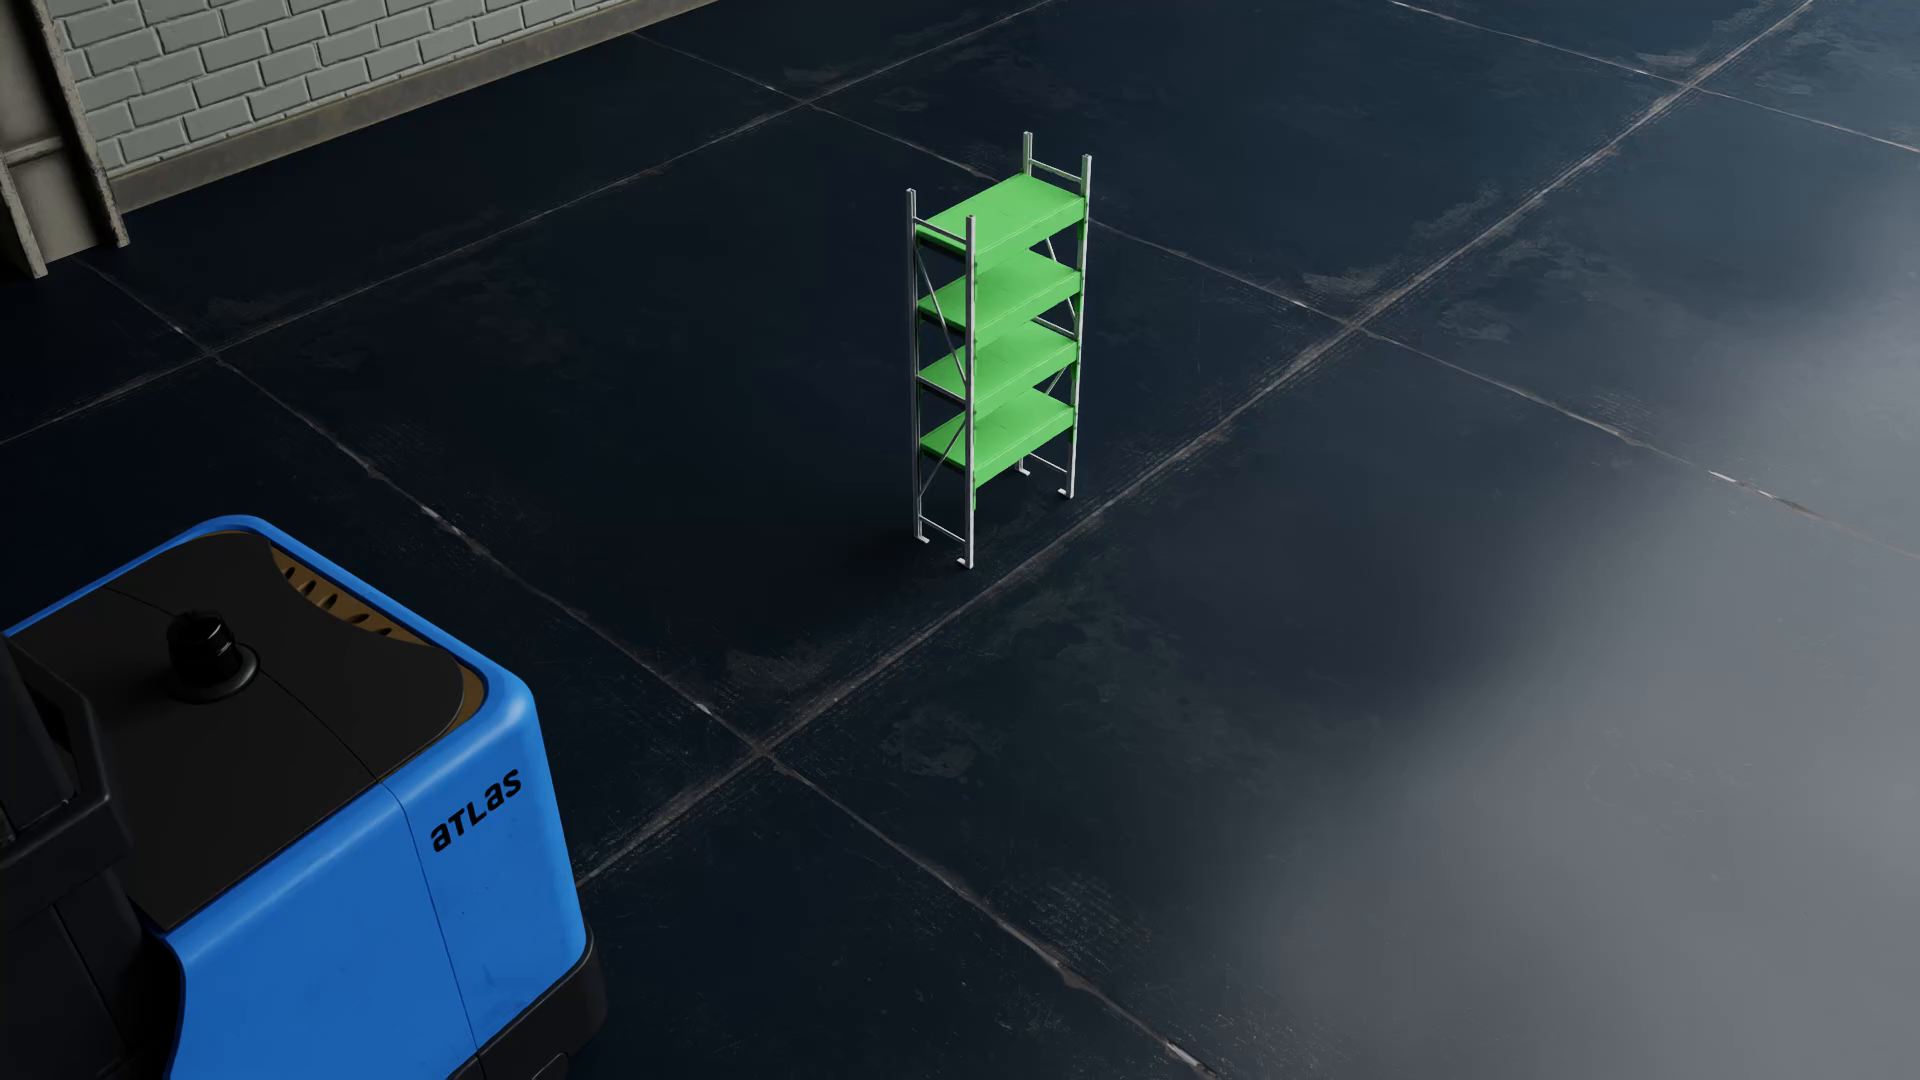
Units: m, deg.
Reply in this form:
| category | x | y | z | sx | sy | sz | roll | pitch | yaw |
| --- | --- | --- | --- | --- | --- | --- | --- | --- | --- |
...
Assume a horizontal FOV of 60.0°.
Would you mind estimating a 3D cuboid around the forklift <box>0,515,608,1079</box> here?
| category | x | y | z | sx | sy | sz | roll | pitch | yaw |
| --- | --- | --- | --- | --- | --- | --- | --- | --- | --- |
| forklift | -2.093 | 0.525 | 2.235 | 1.130 | 2.935 | 3.031 | 25 | 45 | 28 |

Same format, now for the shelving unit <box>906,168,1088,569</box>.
| category | x | y | z | sx | sy | sz | roll | pitch | yaw |
| --- | --- | --- | --- | --- | --- | --- | --- | --- | --- |
| shelving unit | 0.108 | -0.543 | 4.969 | 0.258 | 1.200 | 0.492 | 30 | 47 | 32 |

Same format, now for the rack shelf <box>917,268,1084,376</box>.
| category | x | y | z | sx | sy | sz | roll | pitch | yaw |
| --- | --- | --- | --- | --- | --- | --- | --- | --- | --- |
| rack shelf | 0.112 | -0.684 | 4.863 | 0.258 | 0.148 | 0.480 | 30 | 47 | 32 |

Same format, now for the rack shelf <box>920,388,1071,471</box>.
| category | x | y | z | sx | sy | sz | roll | pitch | yaw |
| --- | --- | --- | --- | --- | --- | --- | --- | --- | --- |
| rack shelf | 0.112 | -0.350 | 5.128 | 0.221 | 0.021 | 0.457 | 30 | 47 | 32 |

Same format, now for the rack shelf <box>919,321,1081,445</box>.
| category | x | y | z | sx | sy | sz | roll | pitch | yaw |
| --- | --- | --- | --- | --- | --- | --- | --- | --- | --- |
| rack shelf | 0.112 | -0.496 | 5.012 | 0.258 | 0.148 | 0.480 | 30 | 47 | 32 |

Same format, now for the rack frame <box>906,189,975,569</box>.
| category | x | y | z | sx | sy | sz | roll | pitch | yaw |
| --- | --- | --- | --- | --- | --- | --- | --- | --- | --- |
| rack frame | -0.053 | -0.434 | 4.831 | 0.240 | 1.200 | 0.015 | 30 | 47 | 32 |

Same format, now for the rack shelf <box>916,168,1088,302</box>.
| category | x | y | z | sx | sy | sz | roll | pitch | yaw |
| --- | --- | --- | --- | --- | --- | --- | --- | --- | --- |
| rack shelf | 0.112 | -0.871 | 4.713 | 0.258 | 0.148 | 0.480 | 30 | 47 | 32 |
